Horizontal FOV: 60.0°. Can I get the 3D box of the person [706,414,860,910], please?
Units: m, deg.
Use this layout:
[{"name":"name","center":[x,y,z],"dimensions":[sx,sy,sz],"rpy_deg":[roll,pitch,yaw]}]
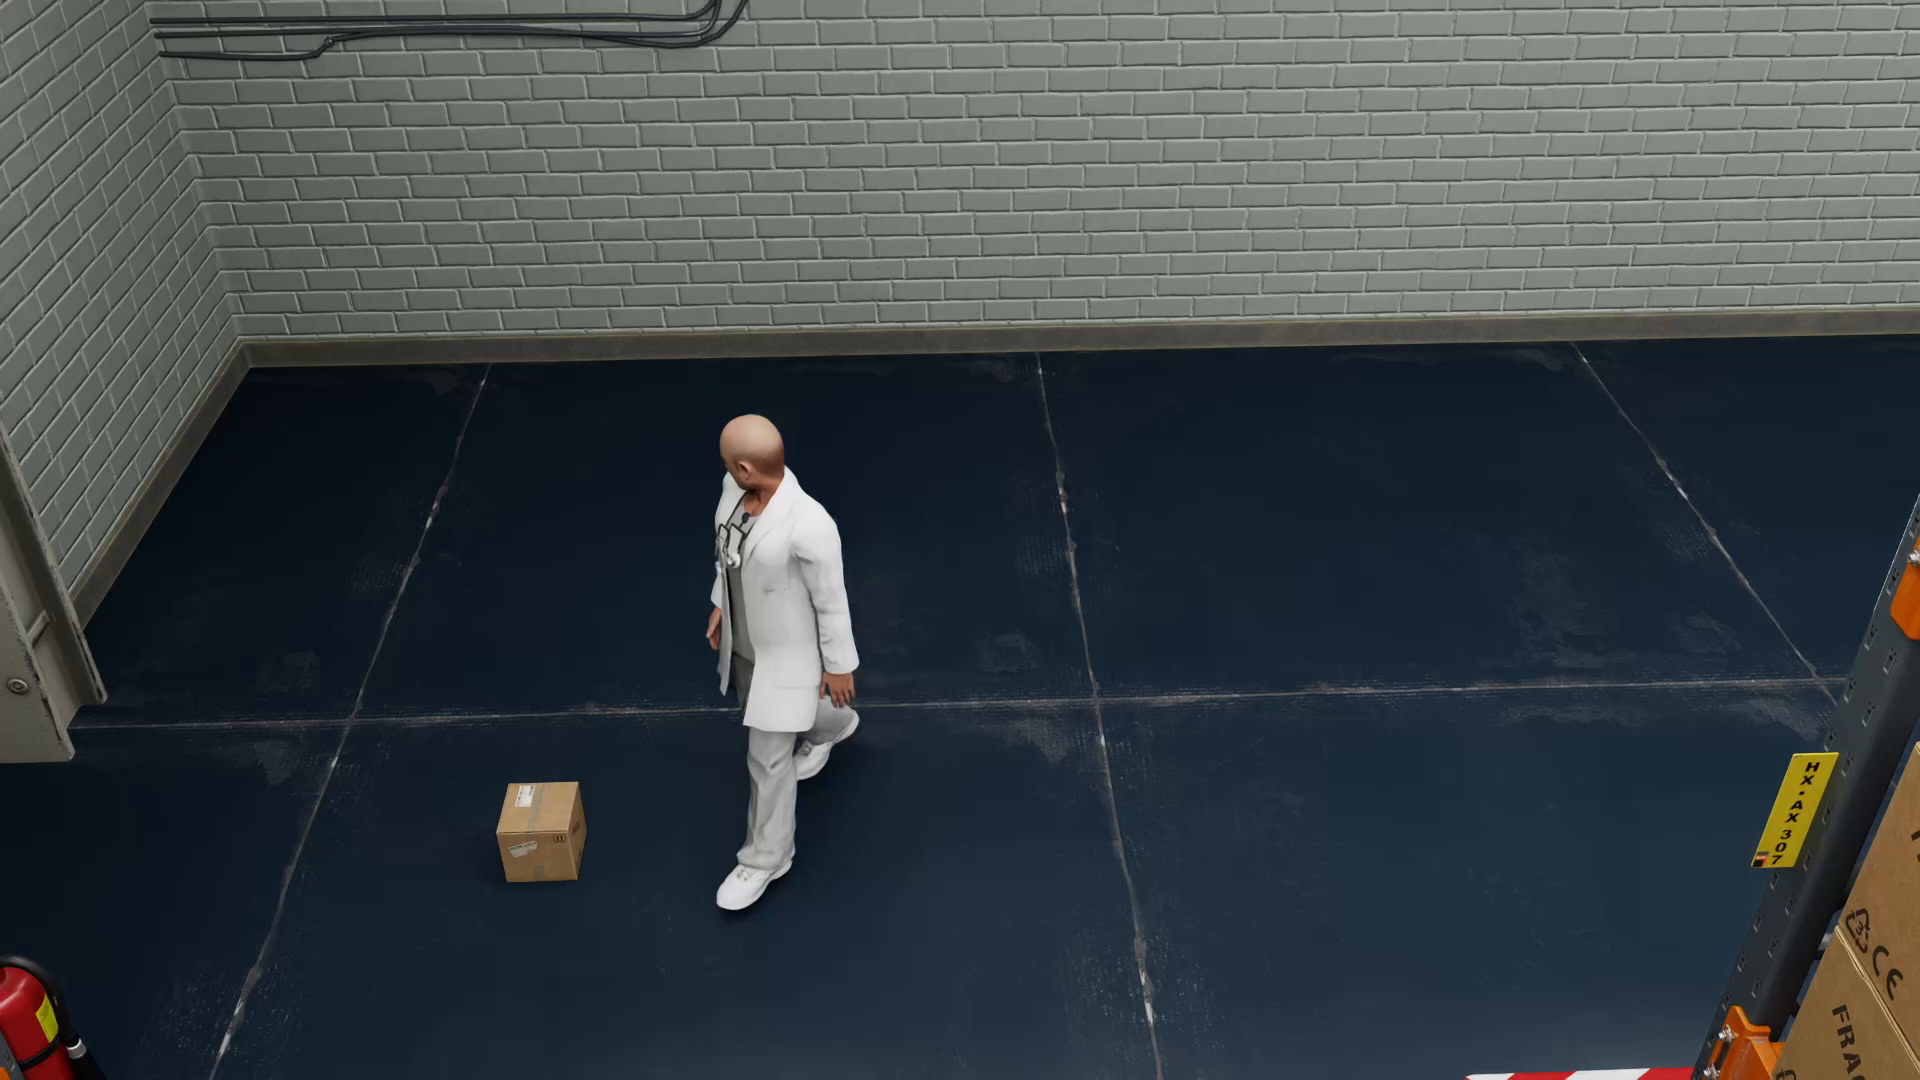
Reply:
[{"name":"person","center":[-0.627,0.337,5.662],"dimensions":[0.923,1.753,0.628],"rpy_deg":[-27,43,-33]}]
